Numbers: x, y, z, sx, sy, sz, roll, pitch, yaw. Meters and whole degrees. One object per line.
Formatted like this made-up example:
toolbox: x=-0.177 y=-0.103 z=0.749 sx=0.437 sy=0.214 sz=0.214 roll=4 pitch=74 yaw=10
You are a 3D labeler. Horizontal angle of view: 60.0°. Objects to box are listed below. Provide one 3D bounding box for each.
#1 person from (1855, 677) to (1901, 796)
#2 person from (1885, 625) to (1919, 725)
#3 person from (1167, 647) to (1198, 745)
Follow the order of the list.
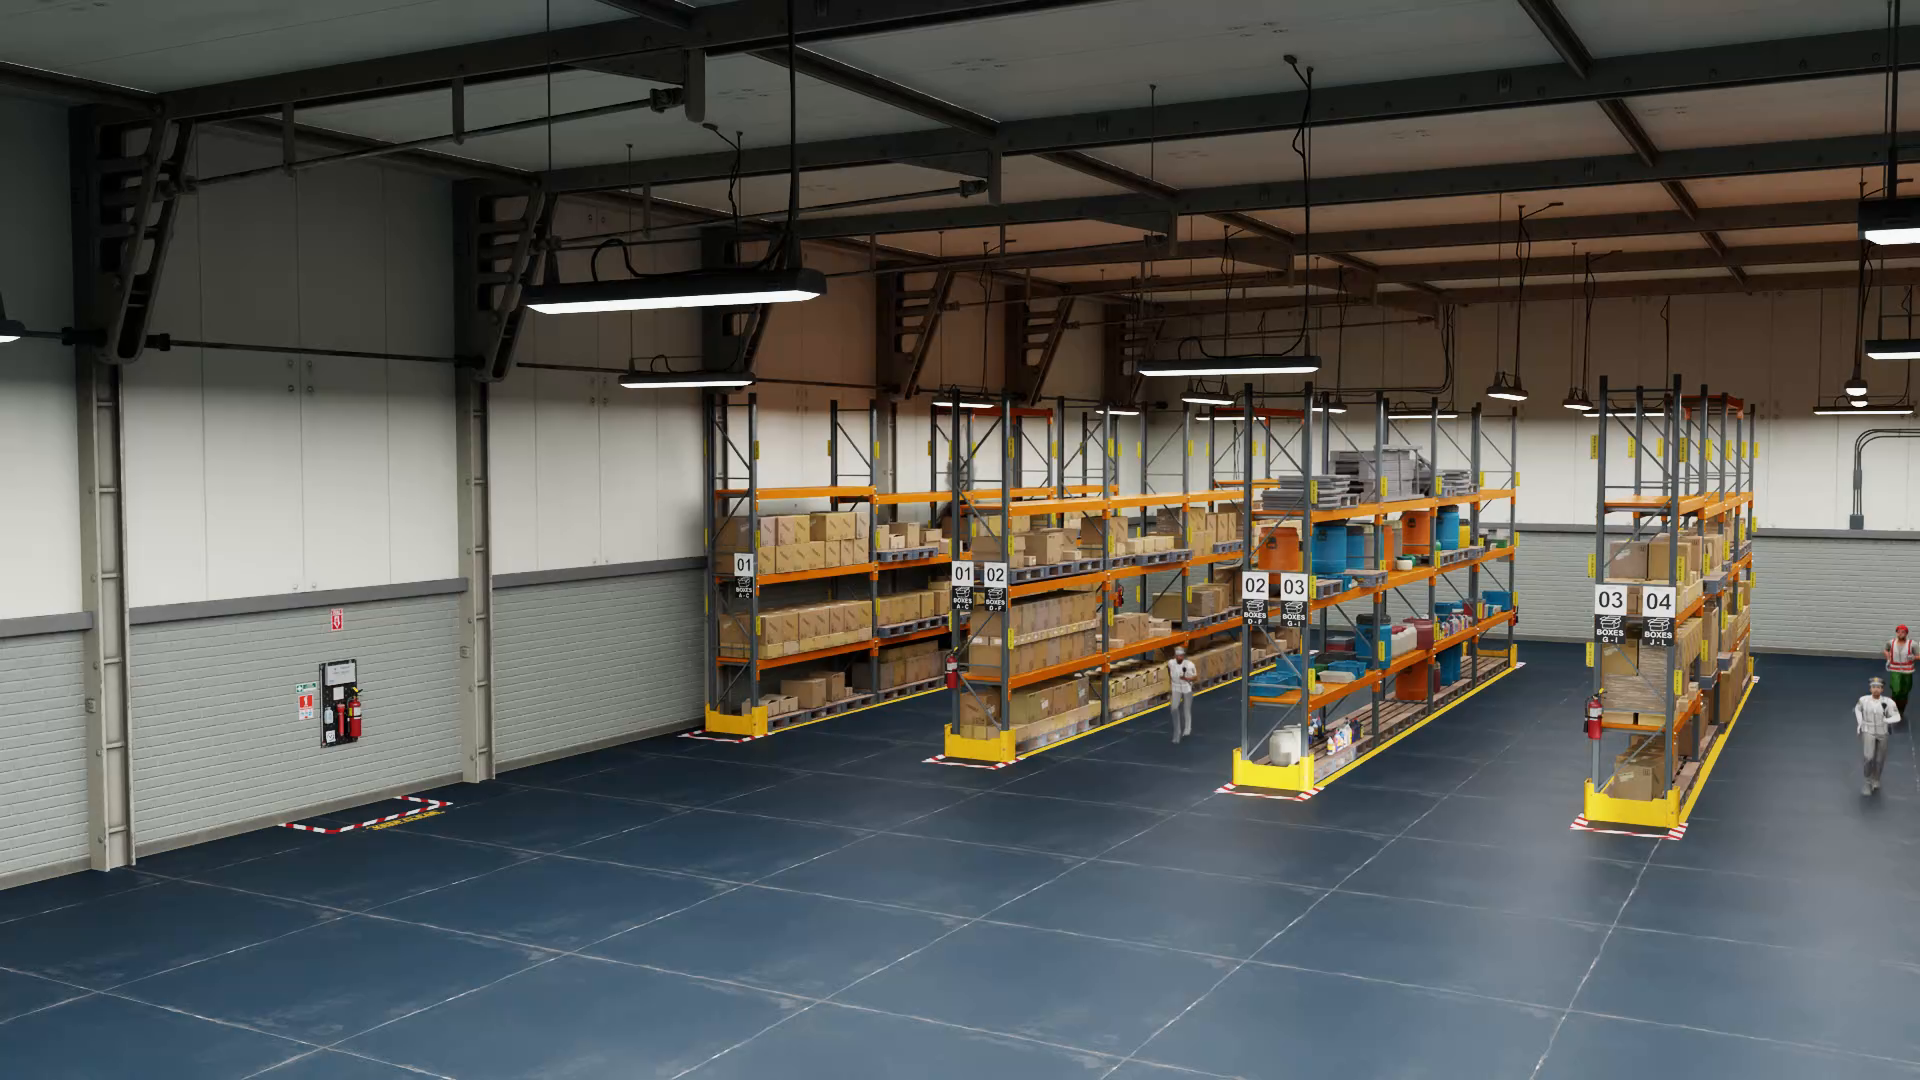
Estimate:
person: x=13.345 y=2.854 z=24.201 sx=0.591 sy=1.740 sz=0.719 roll=2 pitch=4 yaw=29
person: x=17.298 y=2.470 z=30.497 sx=0.617 sy=1.851 sz=0.800 roll=2 pitch=4 yaw=30
person: x=3.831 y=2.642 z=28.596 sx=0.572 sy=1.691 sz=0.908 roll=1 pitch=3 yaw=17
